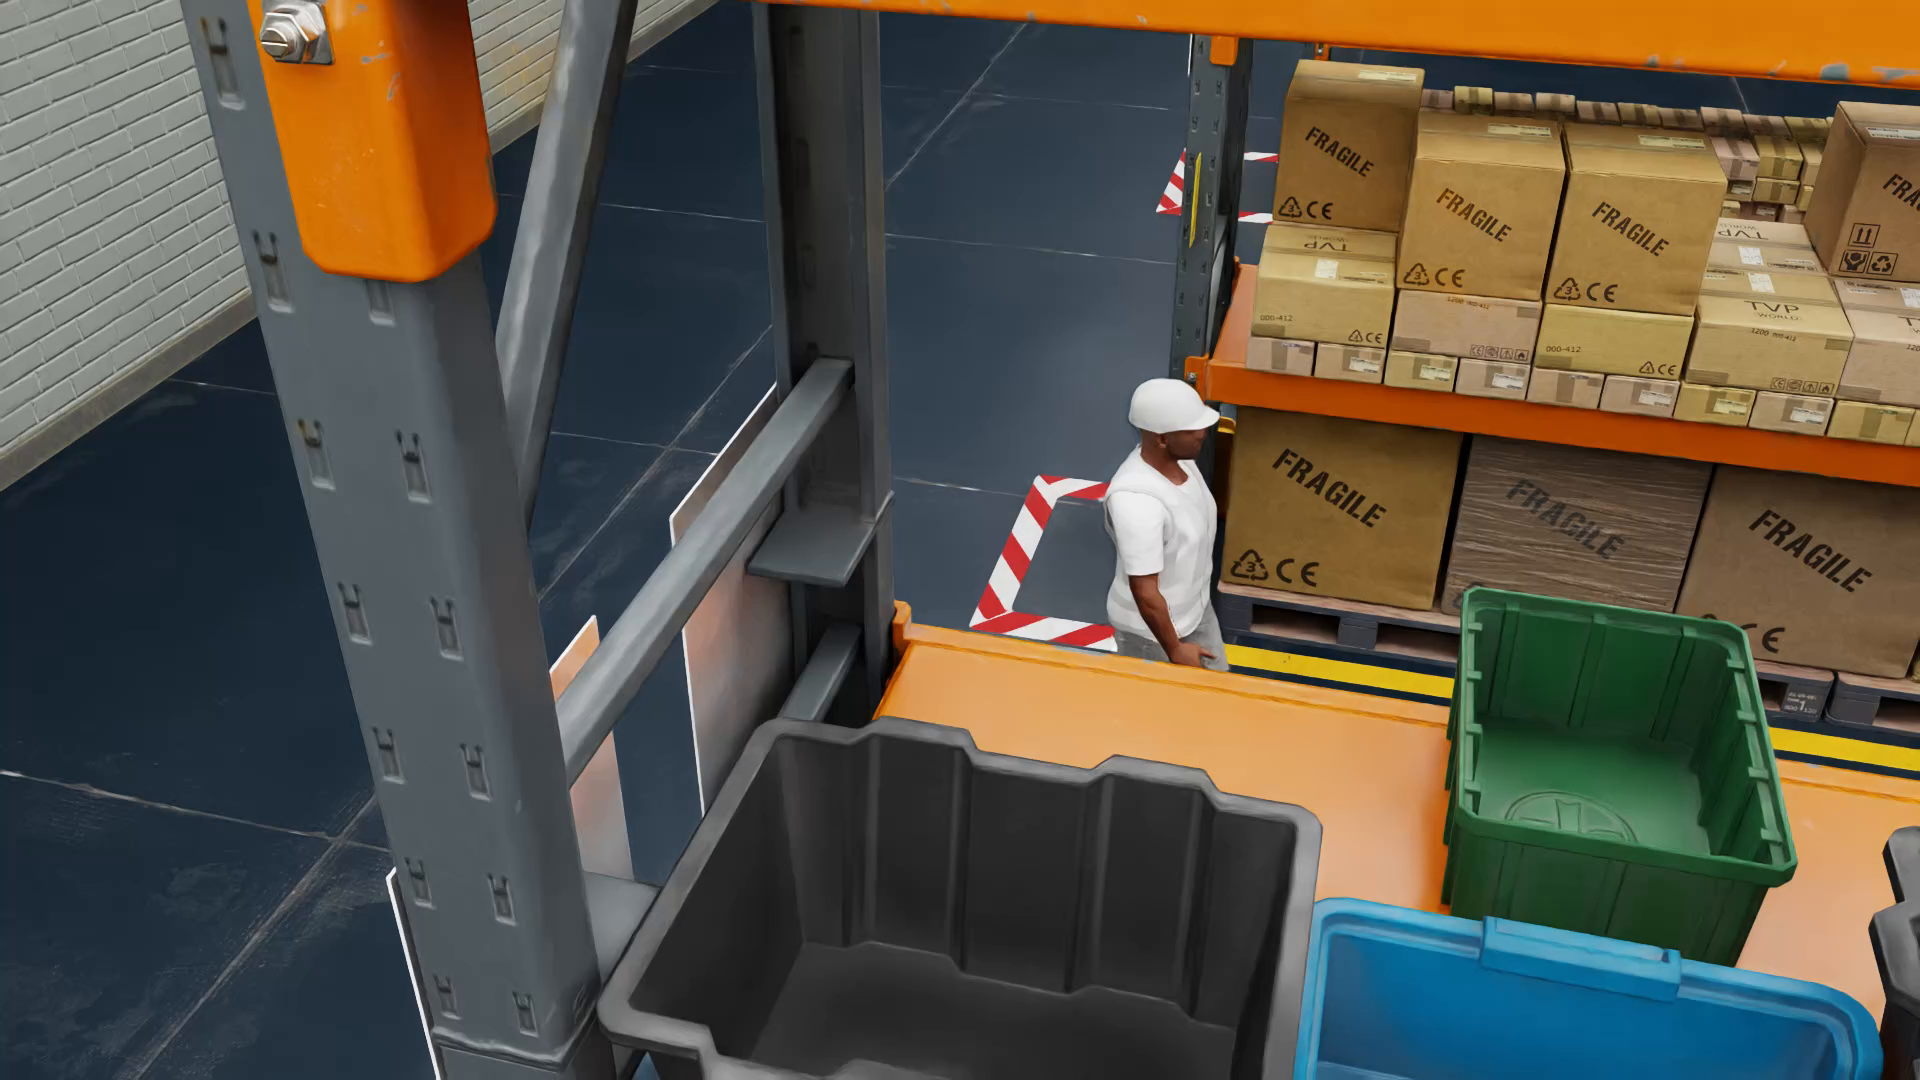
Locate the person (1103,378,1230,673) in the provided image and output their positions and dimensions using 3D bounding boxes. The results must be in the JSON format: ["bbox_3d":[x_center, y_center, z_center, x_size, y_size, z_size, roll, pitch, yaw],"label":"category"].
[{"bbox_3d":[0.704,0.243,5.769,0.986,1.738,0.583,15,35,22],"label":"person"}]
